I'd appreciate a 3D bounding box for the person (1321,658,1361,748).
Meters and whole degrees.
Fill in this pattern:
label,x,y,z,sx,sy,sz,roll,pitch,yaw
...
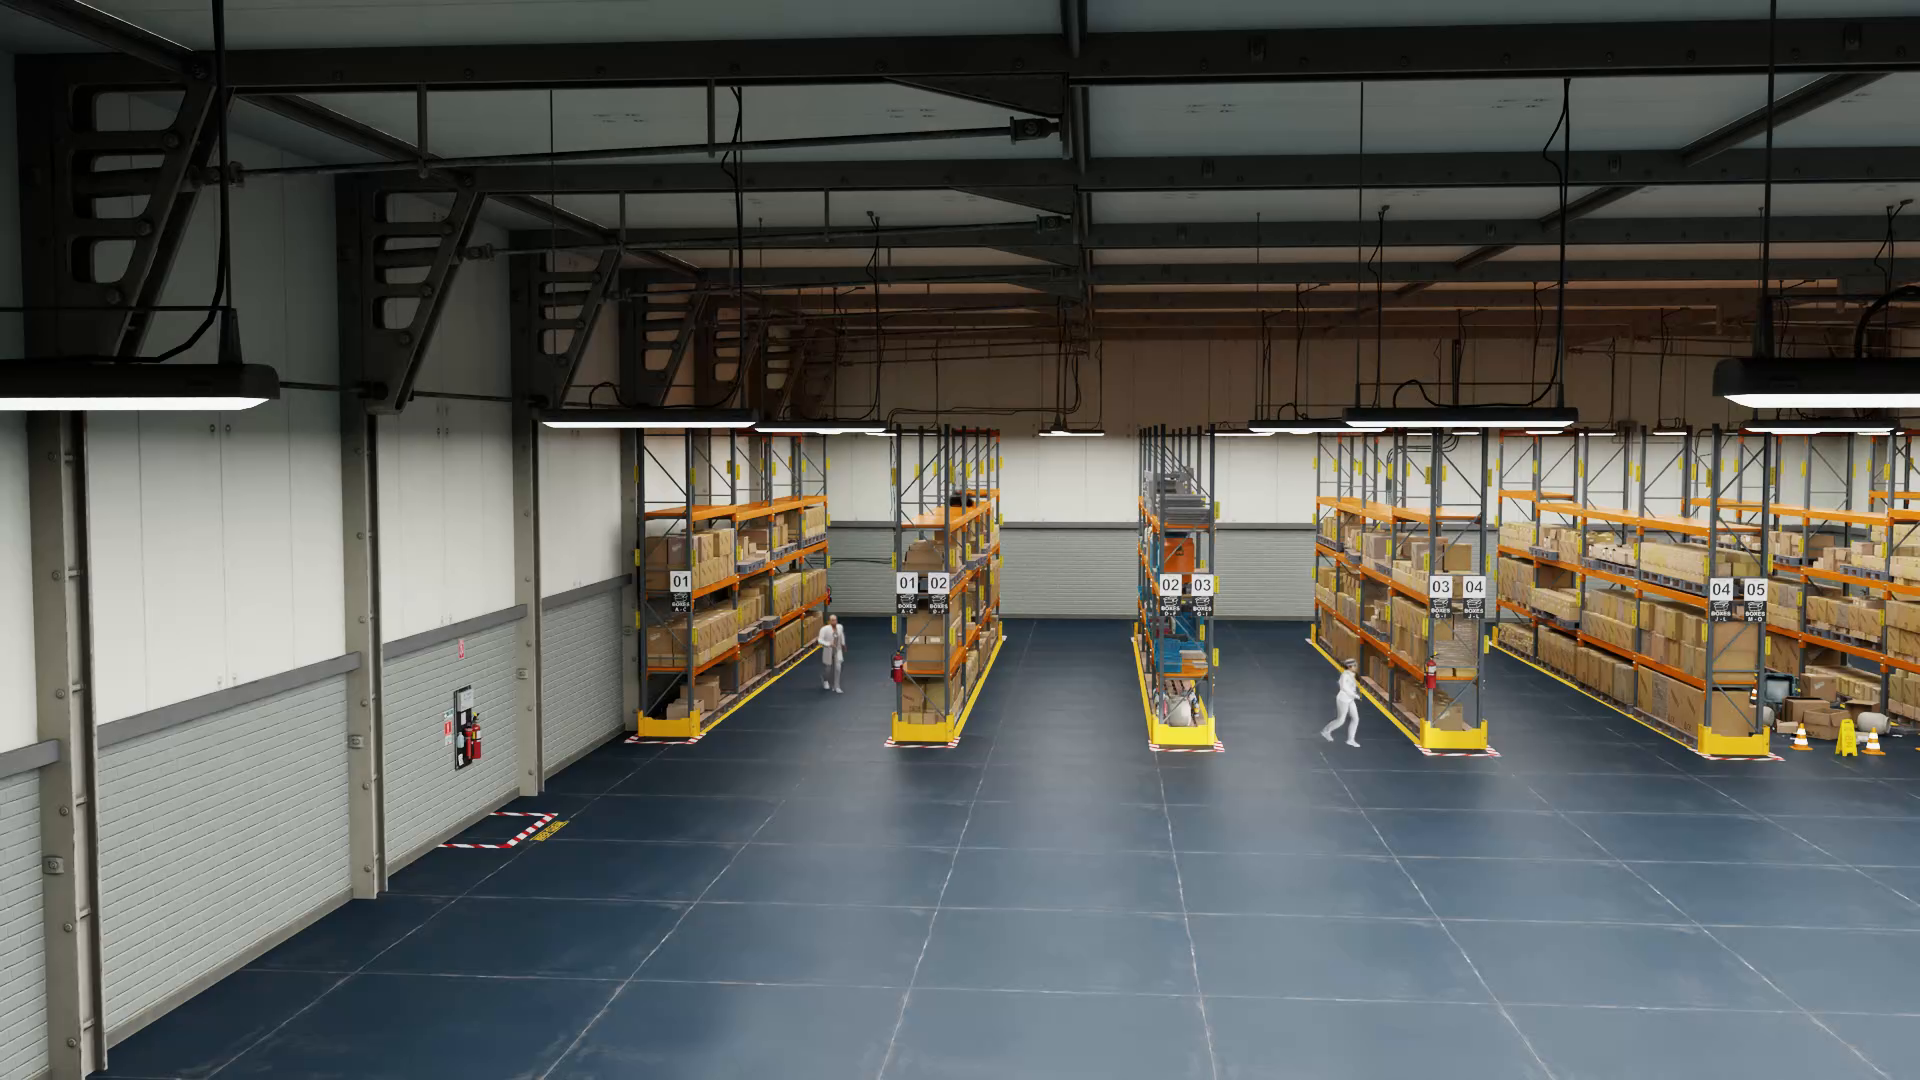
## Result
label,x,y,z,sx,sy,sz,roll,pitch,yaw
person,7.091,3.014,30.965,0.789,1.664,0.588,2,4,30

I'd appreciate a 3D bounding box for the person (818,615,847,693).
label,x,y,z,sx,sy,sz,roll,pitch,yaw
person,-2.927,2.555,37.682,0.691,1.750,1.010,-1,4,-21
